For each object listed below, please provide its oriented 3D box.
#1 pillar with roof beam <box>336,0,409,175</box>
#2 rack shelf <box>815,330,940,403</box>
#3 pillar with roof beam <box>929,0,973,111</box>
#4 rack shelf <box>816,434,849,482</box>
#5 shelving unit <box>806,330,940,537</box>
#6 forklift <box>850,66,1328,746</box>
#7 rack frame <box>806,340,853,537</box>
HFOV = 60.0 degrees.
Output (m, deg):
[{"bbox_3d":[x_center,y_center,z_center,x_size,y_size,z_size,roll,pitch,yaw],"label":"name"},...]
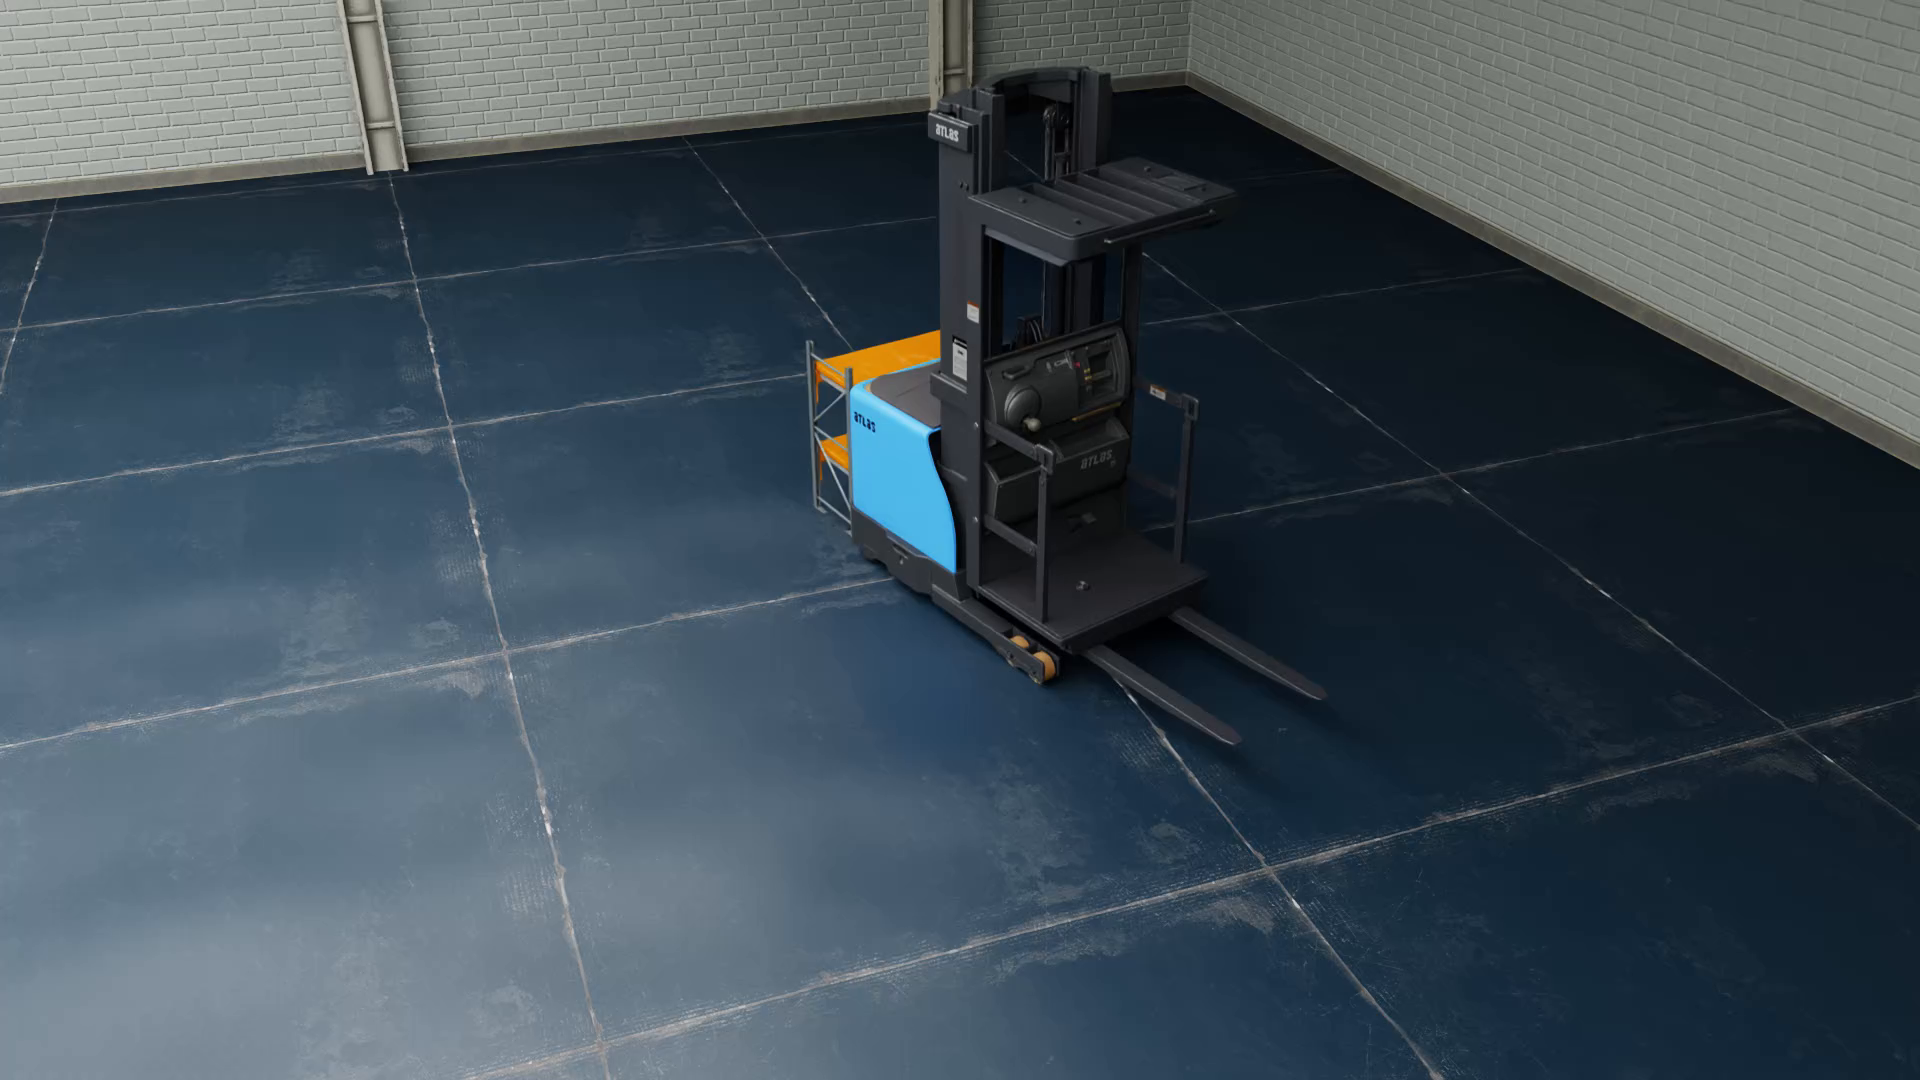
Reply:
[{"bbox_3d":[-4.219,-5.627,10.887,0.400,9.000,9.100,-10,31,-18],"label":"pillar with roof beam"},{"bbox_3d":[-0.346,-0.996,10.120,1.000,0.278,0.538,-18,34,-29],"label":"rack shelf"},{"bbox_3d":[1.404,-6.663,12.705,0.400,9.000,9.100,-10,31,-18],"label":"pillar with roof beam"},{"bbox_3d":[-0.346,-0.529,10.386,1.000,0.278,0.538,-18,34,-29],"label":"rack shelf"},{"bbox_3d":[-0.346,-0.741,10.265,1.048,1.125,0.538,-18,34,-29],"label":"shelving unit"},{"bbox_3d":[0.650,-0.795,8.535,1.130,2.935,3.031,-21,36,-32],"label":"forklift"},{"bbox_3d":[-0.768,-0.601,10.019,0.032,1.125,0.500,-18,34,-29],"label":"rack frame"}]
